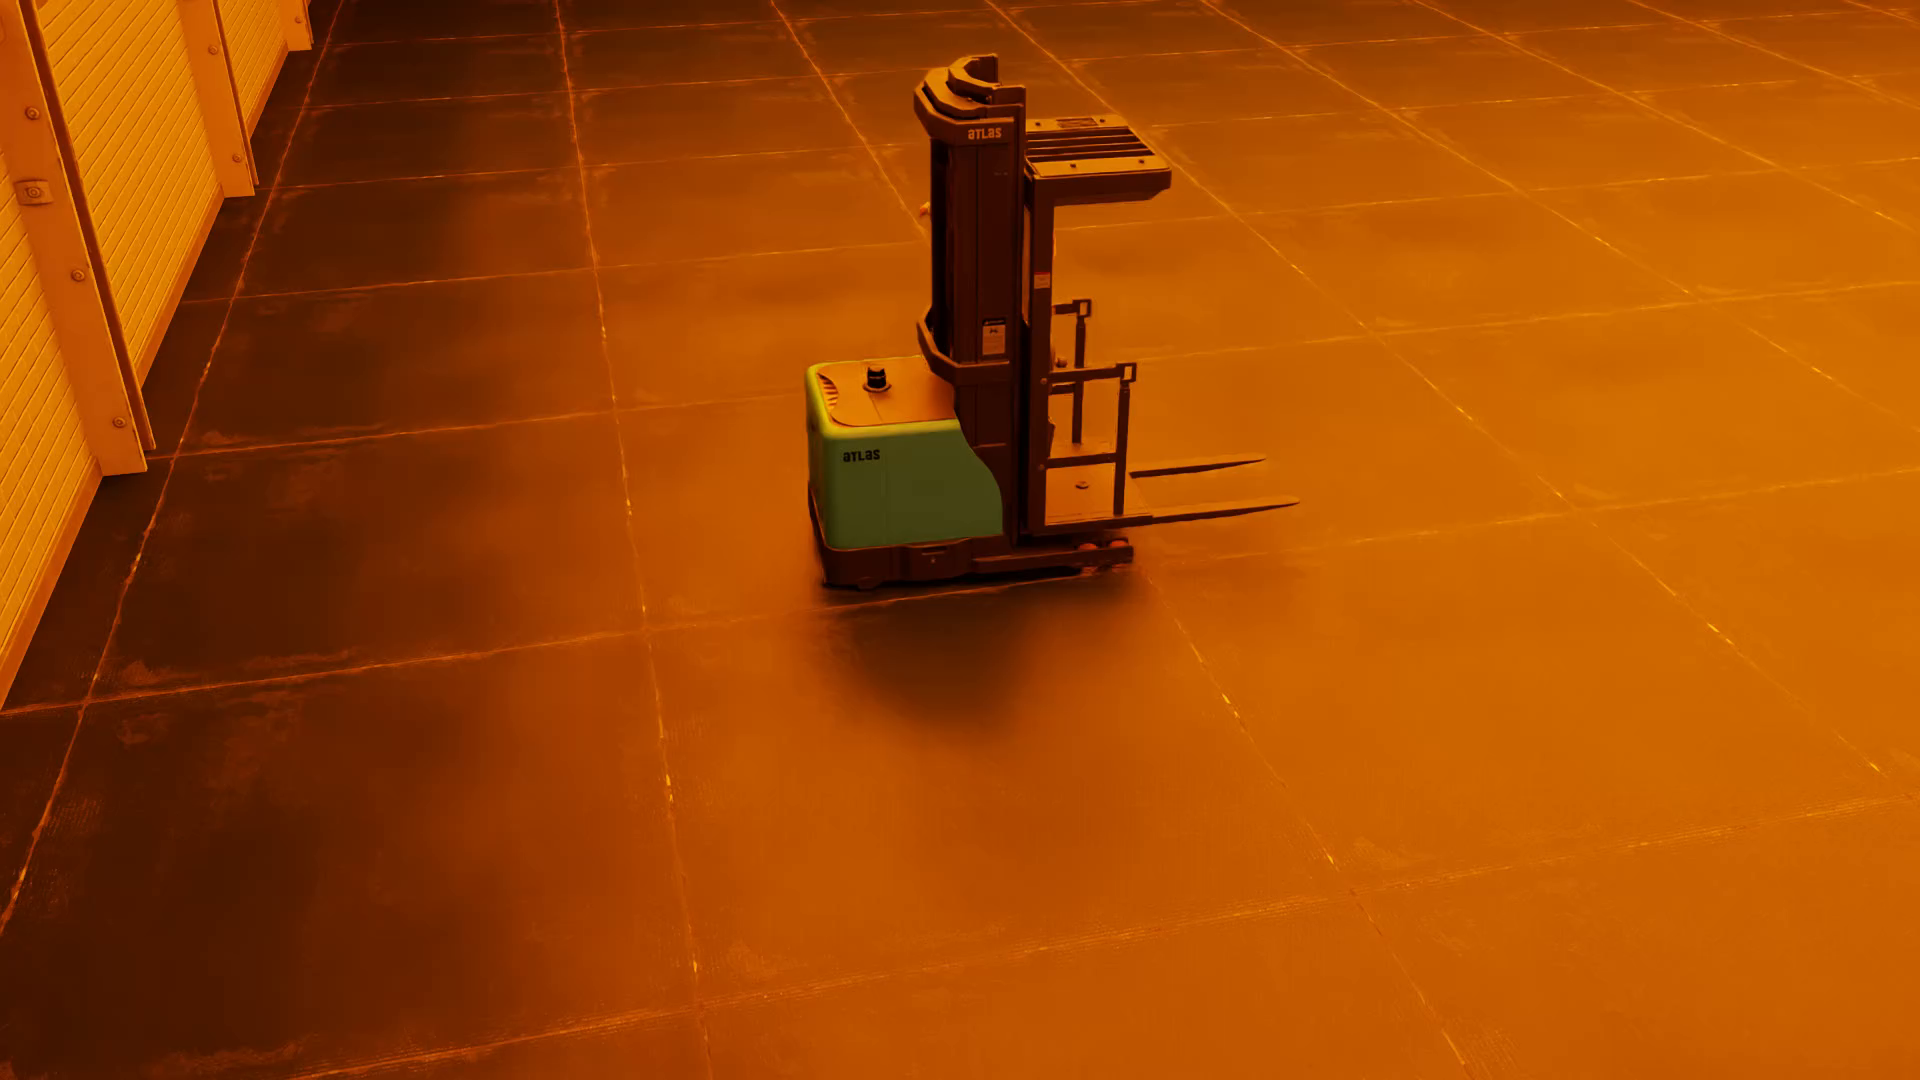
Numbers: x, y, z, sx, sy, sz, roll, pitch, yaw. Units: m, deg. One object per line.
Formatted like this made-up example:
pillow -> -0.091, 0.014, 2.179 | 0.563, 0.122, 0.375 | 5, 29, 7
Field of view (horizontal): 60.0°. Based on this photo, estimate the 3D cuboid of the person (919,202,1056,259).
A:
person -> 0.226, -2.284, 12.719 | 0.943, 1.753, 0.755 | -8, 31, -14

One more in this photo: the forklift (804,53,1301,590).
forklift -> 0.598, -1.332, 9.875 | 3.031, 2.935, 1.130 | -6, 31, -10
